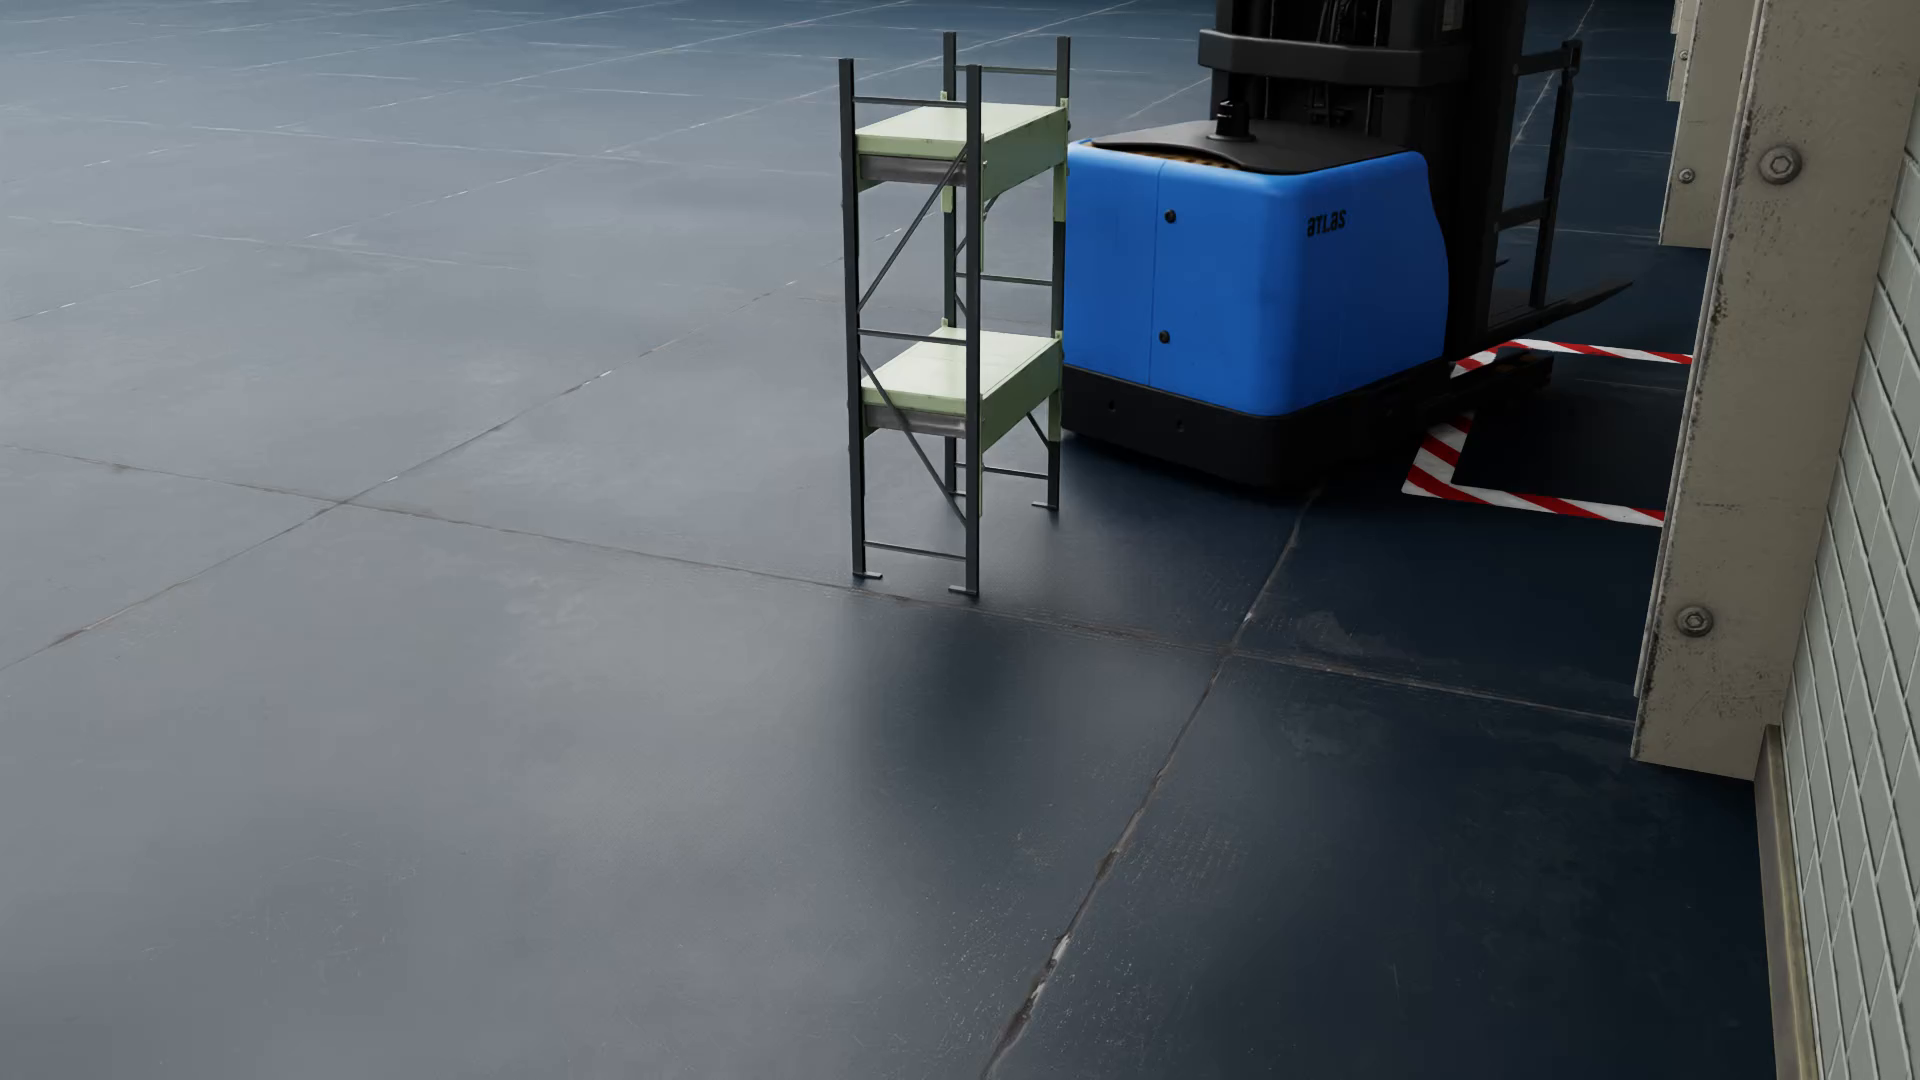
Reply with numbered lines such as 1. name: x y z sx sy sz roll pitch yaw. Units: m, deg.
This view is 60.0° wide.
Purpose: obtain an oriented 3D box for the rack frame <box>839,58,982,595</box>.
1. rack frame: -0.133 -0.563 4.653 0.400 1.500 0.023 9 24 20

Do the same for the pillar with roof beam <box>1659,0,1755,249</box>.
1. pillar with roof beam: 0.059 -6.439 8.990 9.100 9.000 0.400 9 24 20

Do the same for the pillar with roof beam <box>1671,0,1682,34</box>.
1. pillar with roof beam: 4.516 -10.733 19.271 9.100 9.000 0.400 9 24 20

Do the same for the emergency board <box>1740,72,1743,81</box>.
1. emergency board: 2.780 -1.786 5.635 0.194 1.169 0.643 9 24 20

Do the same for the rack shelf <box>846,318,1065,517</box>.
1. rack shelf: 0.002 -0.394 5.092 0.431 0.370 0.720 9 24 20

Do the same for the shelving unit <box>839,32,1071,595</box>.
1. shelving unit: 0.002 -0.694 4.967 0.431 1.500 0.755 9 24 20

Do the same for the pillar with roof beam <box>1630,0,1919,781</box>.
1. pillar with roof beam: -2.170 -4.292 3.850 9.100 9.000 0.400 9 24 20

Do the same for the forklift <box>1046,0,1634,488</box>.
1. forklift: 1.718 -1.997 6.228 3.031 2.935 1.130 -21 30 -40

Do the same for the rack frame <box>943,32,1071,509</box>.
1. rack frame: 0.138 -0.825 5.280 0.400 1.500 0.023 9 24 20

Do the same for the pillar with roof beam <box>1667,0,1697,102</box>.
1. pillar with roof beam: 2.287 -8.586 14.131 9.100 9.000 0.400 9 24 20

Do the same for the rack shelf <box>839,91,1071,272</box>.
1. rack shelf: 0.002 -1.055 4.816 0.431 0.370 0.720 9 24 20
